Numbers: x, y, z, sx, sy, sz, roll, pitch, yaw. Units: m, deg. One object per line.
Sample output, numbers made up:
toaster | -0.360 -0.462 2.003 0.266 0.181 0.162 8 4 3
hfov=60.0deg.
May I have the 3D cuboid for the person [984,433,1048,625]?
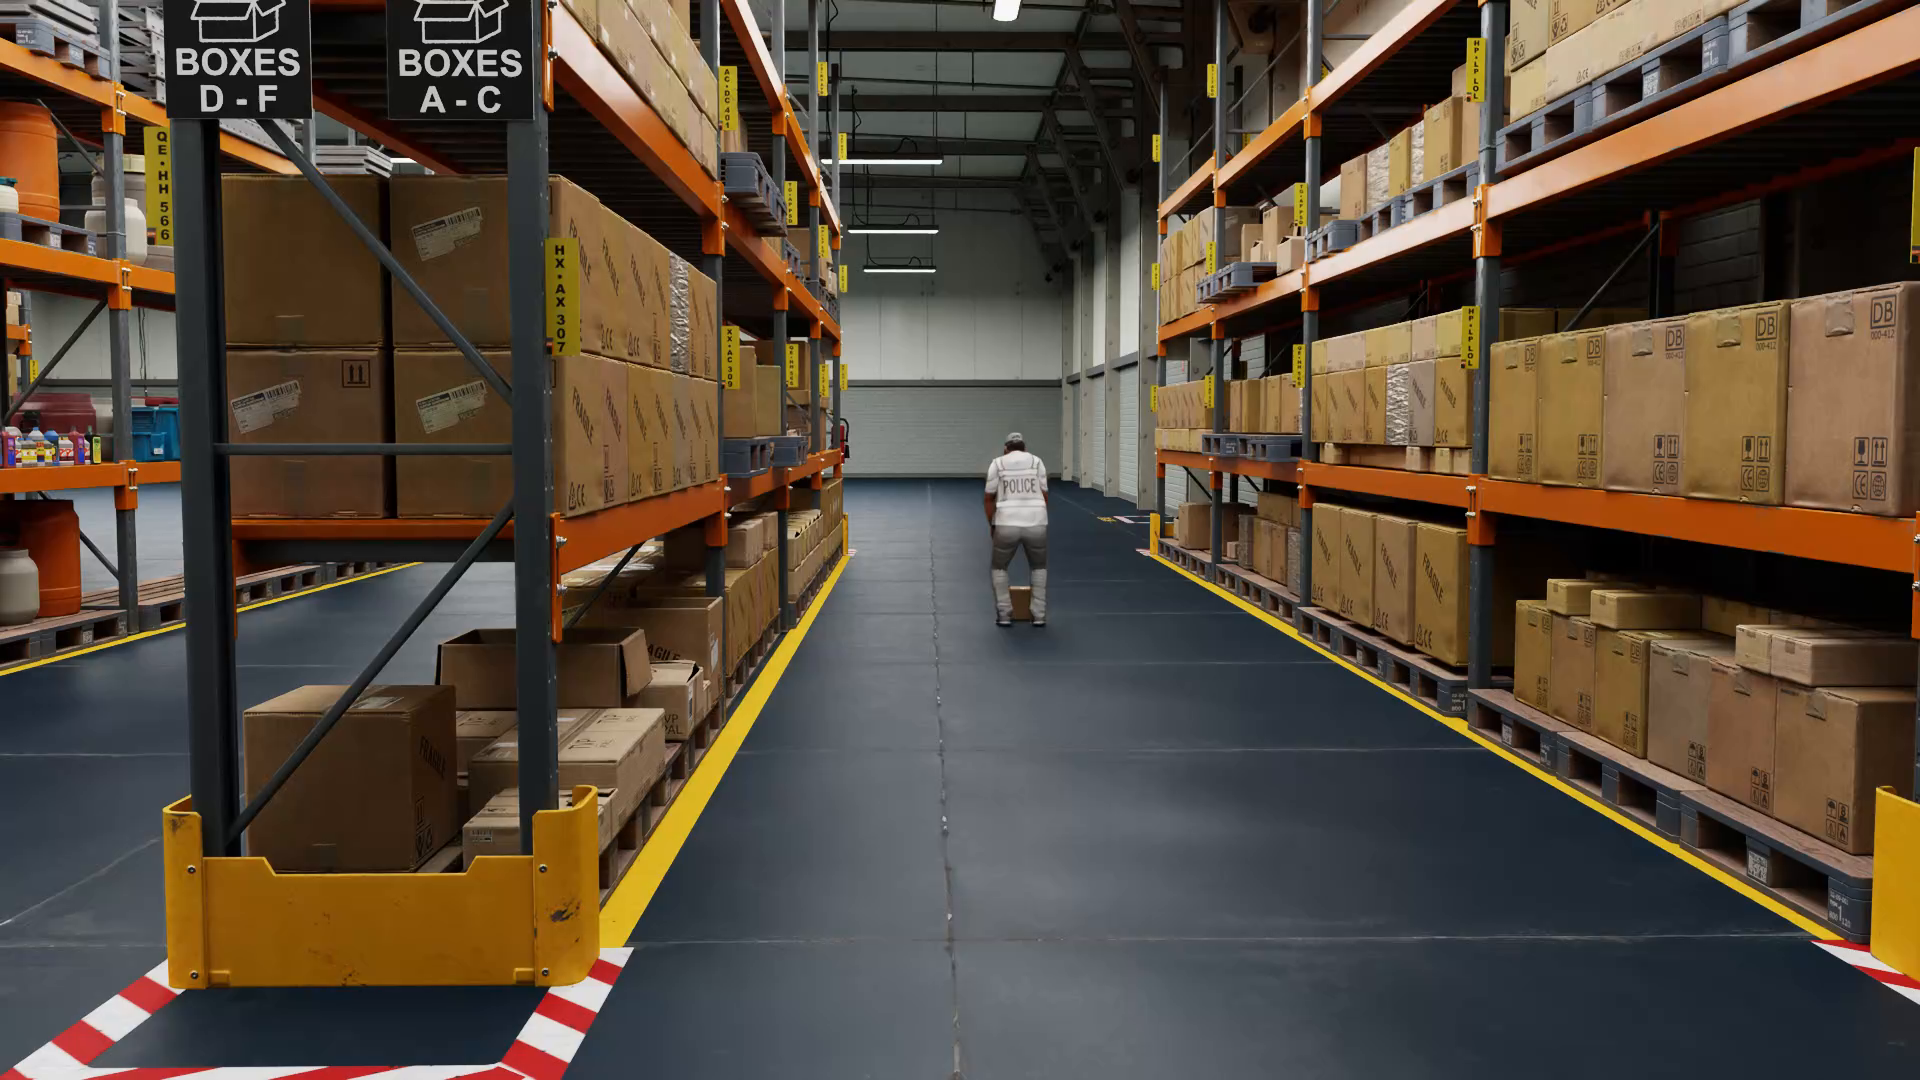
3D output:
person | 0.448 -0.085 13.262 0.519 1.541 0.591 0 4 0
